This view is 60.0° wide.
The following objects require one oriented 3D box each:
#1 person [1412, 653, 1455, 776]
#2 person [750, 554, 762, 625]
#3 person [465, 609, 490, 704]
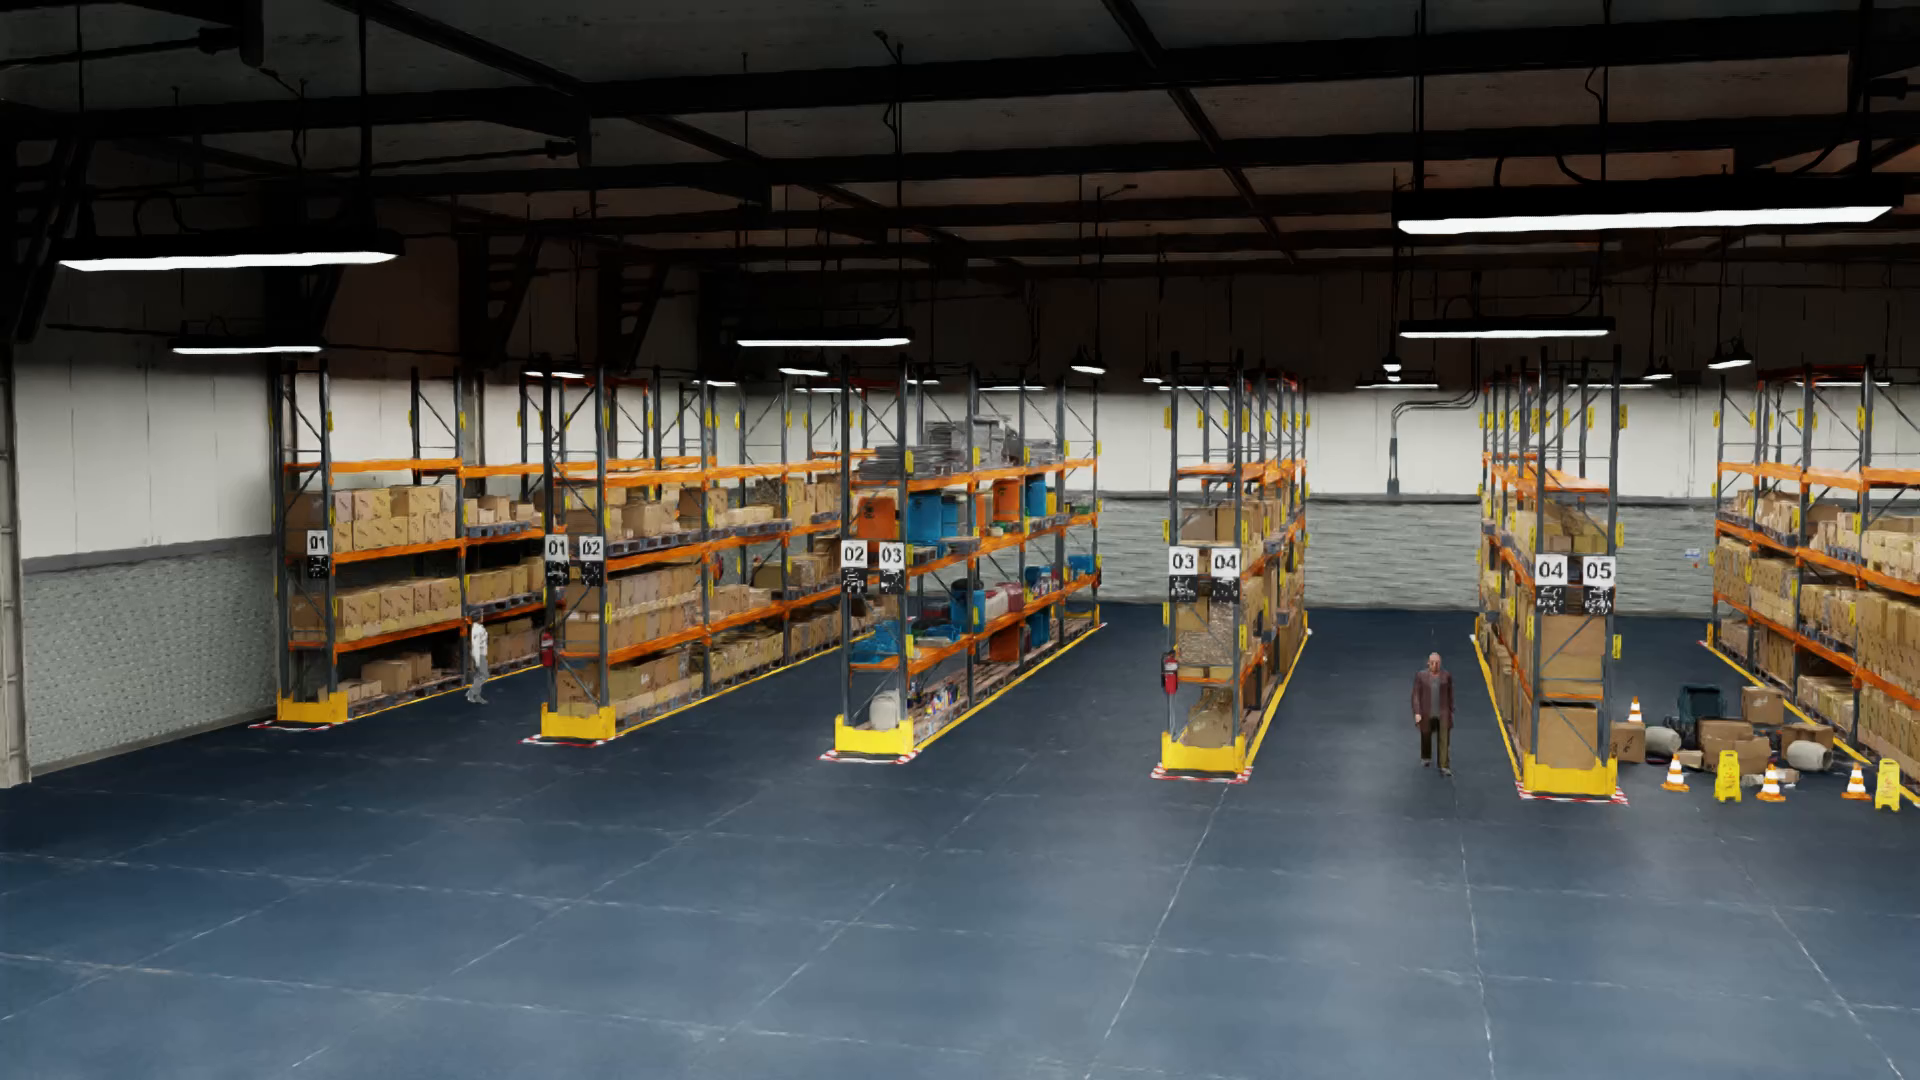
[{"bbox_3d":[6.713,2.434,23.582,0.601,1.694,1.185,1,4,13],"label":"person"},{"bbox_3d":[-4.956,1.201,40.701,0.376,1.732,0.593,0,4,2],"label":"person"},{"bbox_3d":[-8.514,2.060,29.314,0.414,1.673,0.502,-1,4,-13],"label":"person"}]
